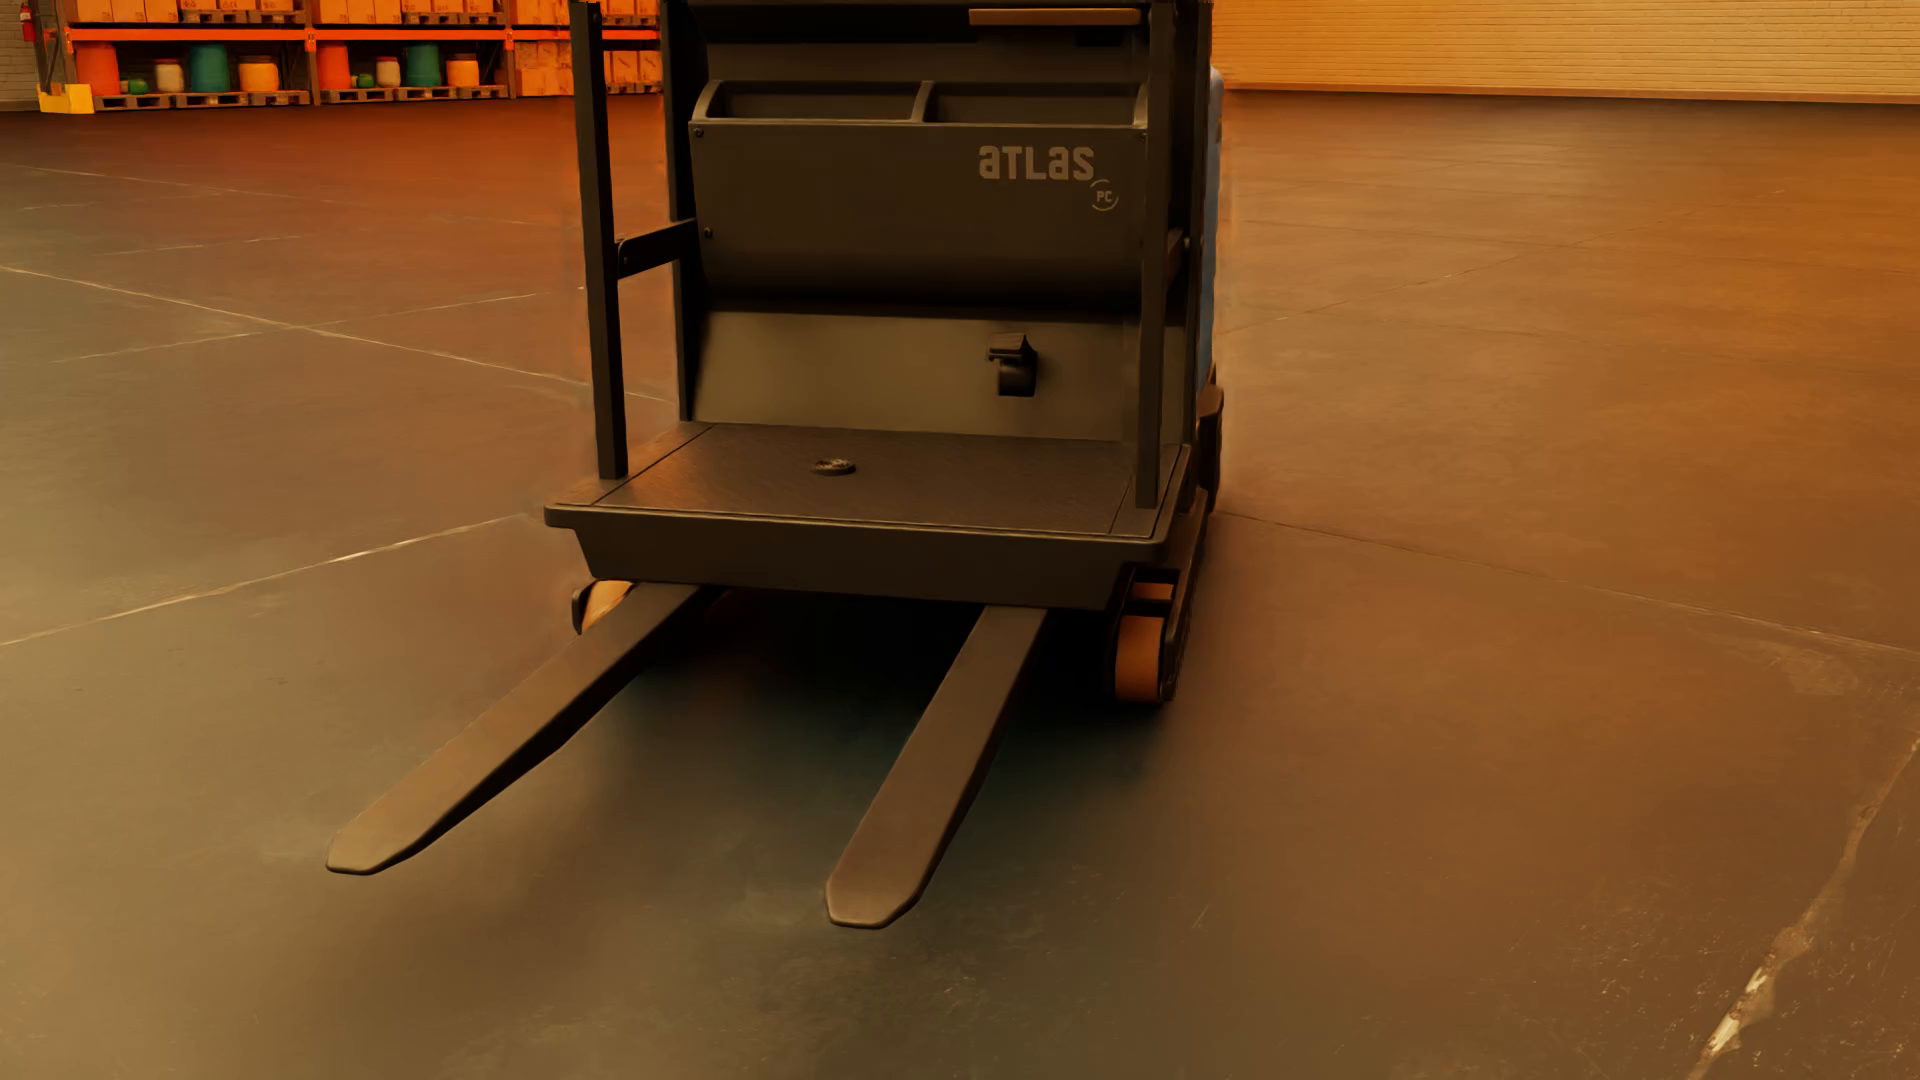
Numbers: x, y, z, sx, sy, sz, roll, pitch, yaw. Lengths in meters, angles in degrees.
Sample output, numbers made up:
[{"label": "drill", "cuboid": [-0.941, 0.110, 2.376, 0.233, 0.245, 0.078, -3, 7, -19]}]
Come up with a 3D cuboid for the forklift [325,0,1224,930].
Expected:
[{"label": "forklift", "cuboid": [-0.107, -1.222, 2.921, 1.130, 2.935, 3.031, 3, 17, 11]}]
